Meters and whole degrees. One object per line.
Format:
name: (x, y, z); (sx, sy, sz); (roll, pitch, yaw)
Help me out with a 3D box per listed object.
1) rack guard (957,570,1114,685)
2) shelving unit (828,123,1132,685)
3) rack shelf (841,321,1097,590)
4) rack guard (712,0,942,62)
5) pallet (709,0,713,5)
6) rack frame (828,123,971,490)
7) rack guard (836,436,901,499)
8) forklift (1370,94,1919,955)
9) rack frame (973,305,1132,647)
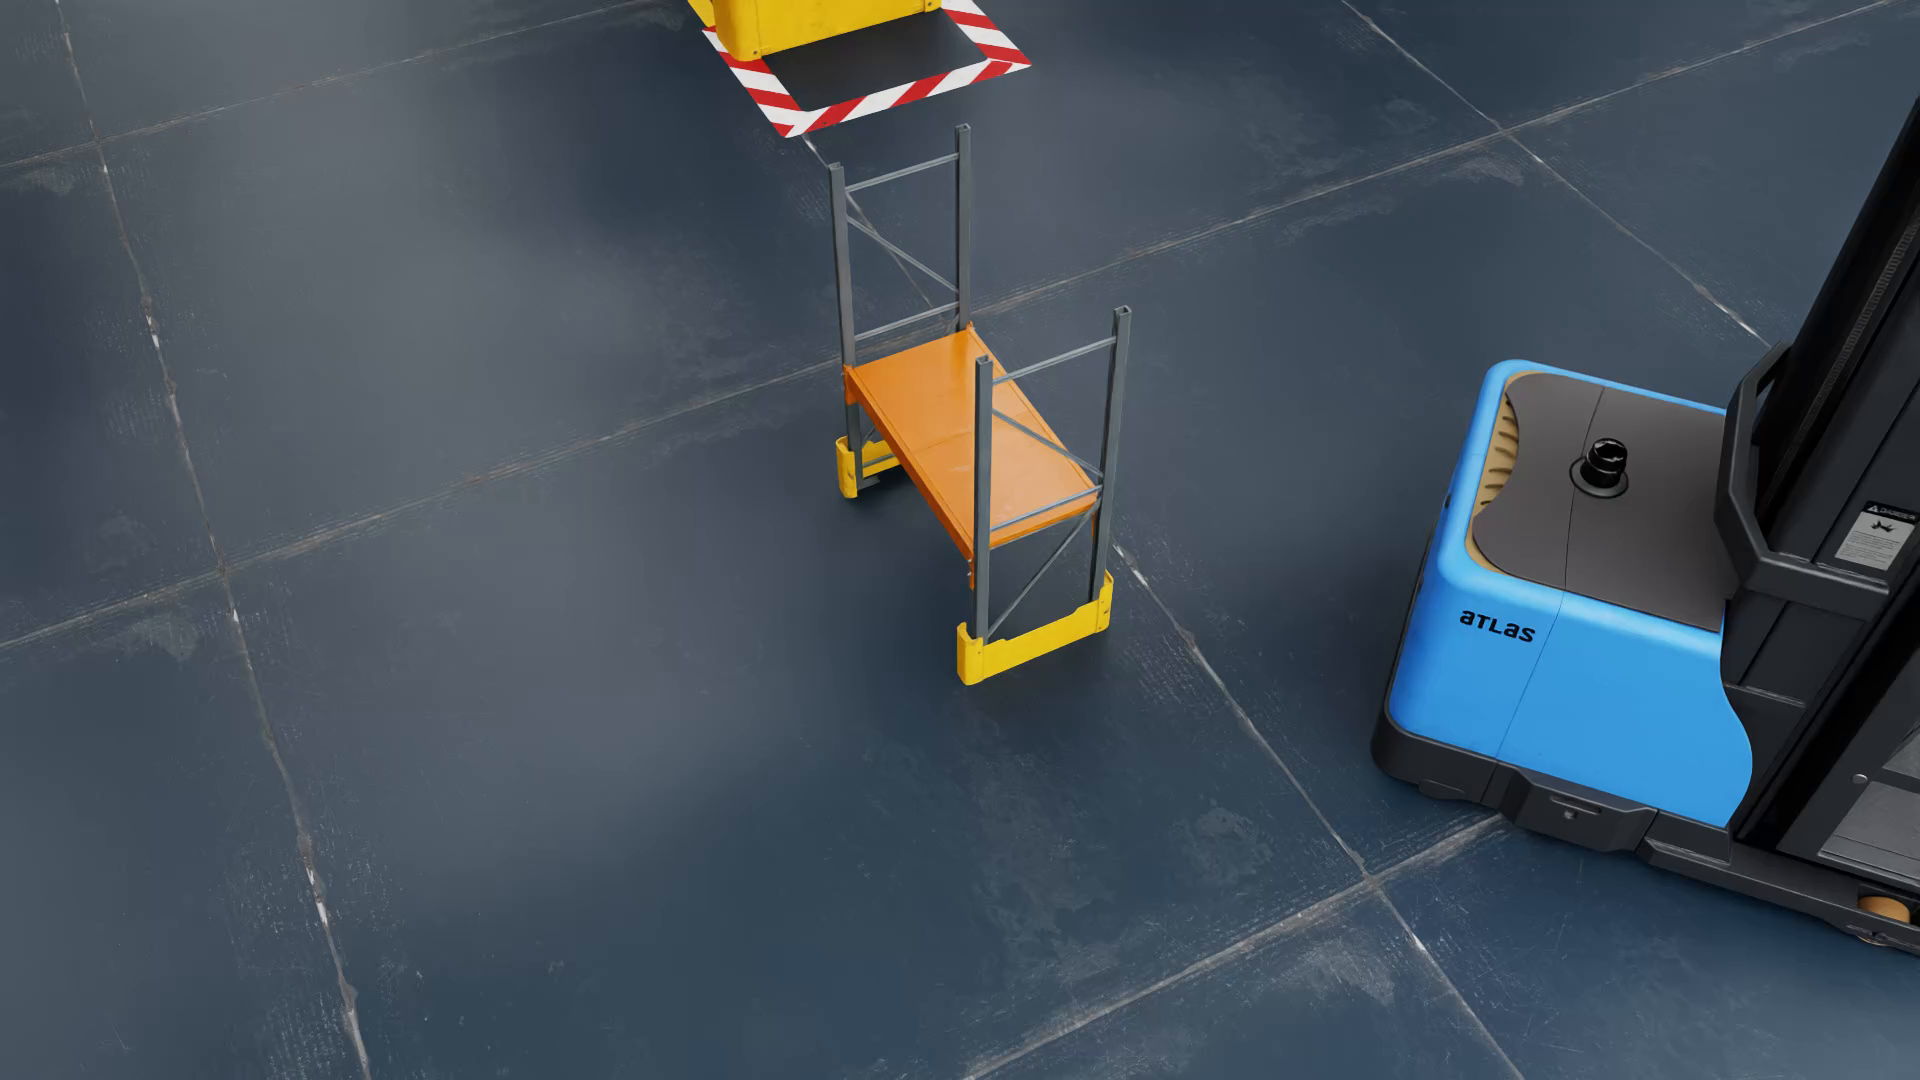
rack guard: (0.263, 0.302, 5.820); (0.587, 0.250, 0.087); (-21, 52, -18)
shelving unit: (0.035, -0.443, 5.641); (0.587, 1.500, 1.083); (-21, 52, -18)
rack shelf: (0.039, -0.318, 5.771); (0.538, 0.185, 1.000); (-21, 52, -18)
rack guard: (-0.672, -2.865, 8.424); (1.175, 0.500, 0.348); (-21, 52, -18)
pallet: (-1.039, -3.316, 9.010); (1.003, 0.211, 1.213); (-21, 52, -18)
rack frame: (-0.194, -0.777, 5.933); (0.500, 1.500, 0.032); (-21, 52, -18)
rack guard: (-0.193, -0.365, 6.403); (0.587, 0.250, 0.087); (-21, 52, -18)
forklift: (2.937, -0.114, 4.403); (3.031, 2.935, 1.130); (16, 51, 14)
rack frame: (0.272, -0.096, 5.338); (0.500, 1.500, 0.032); (-21, 52, -18)
